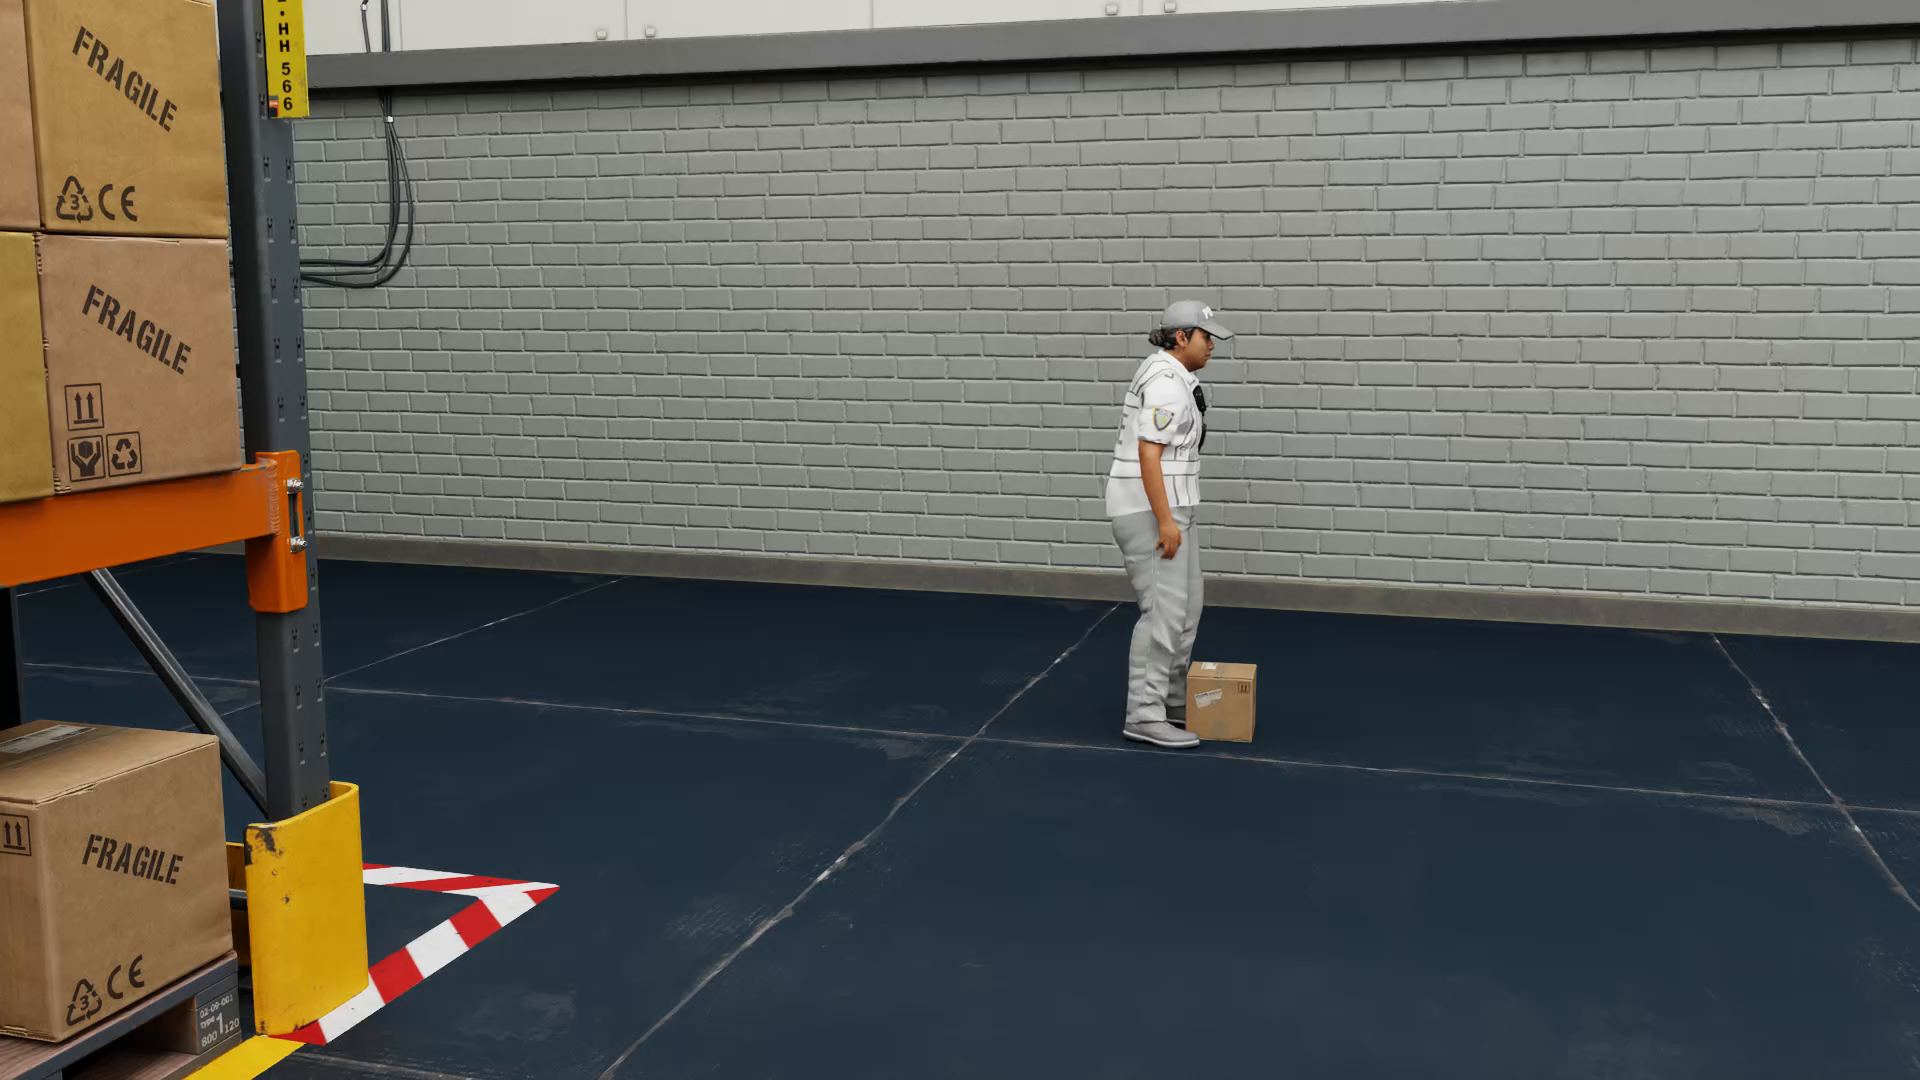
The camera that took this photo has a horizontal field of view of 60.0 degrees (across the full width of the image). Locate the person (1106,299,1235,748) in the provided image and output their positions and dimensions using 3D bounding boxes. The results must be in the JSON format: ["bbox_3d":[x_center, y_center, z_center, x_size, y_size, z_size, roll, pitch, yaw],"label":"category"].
[{"bbox_3d":[0.798,-0.083,6.378,0.469,1.666,0.563,2,9,13],"label":"person"}]
